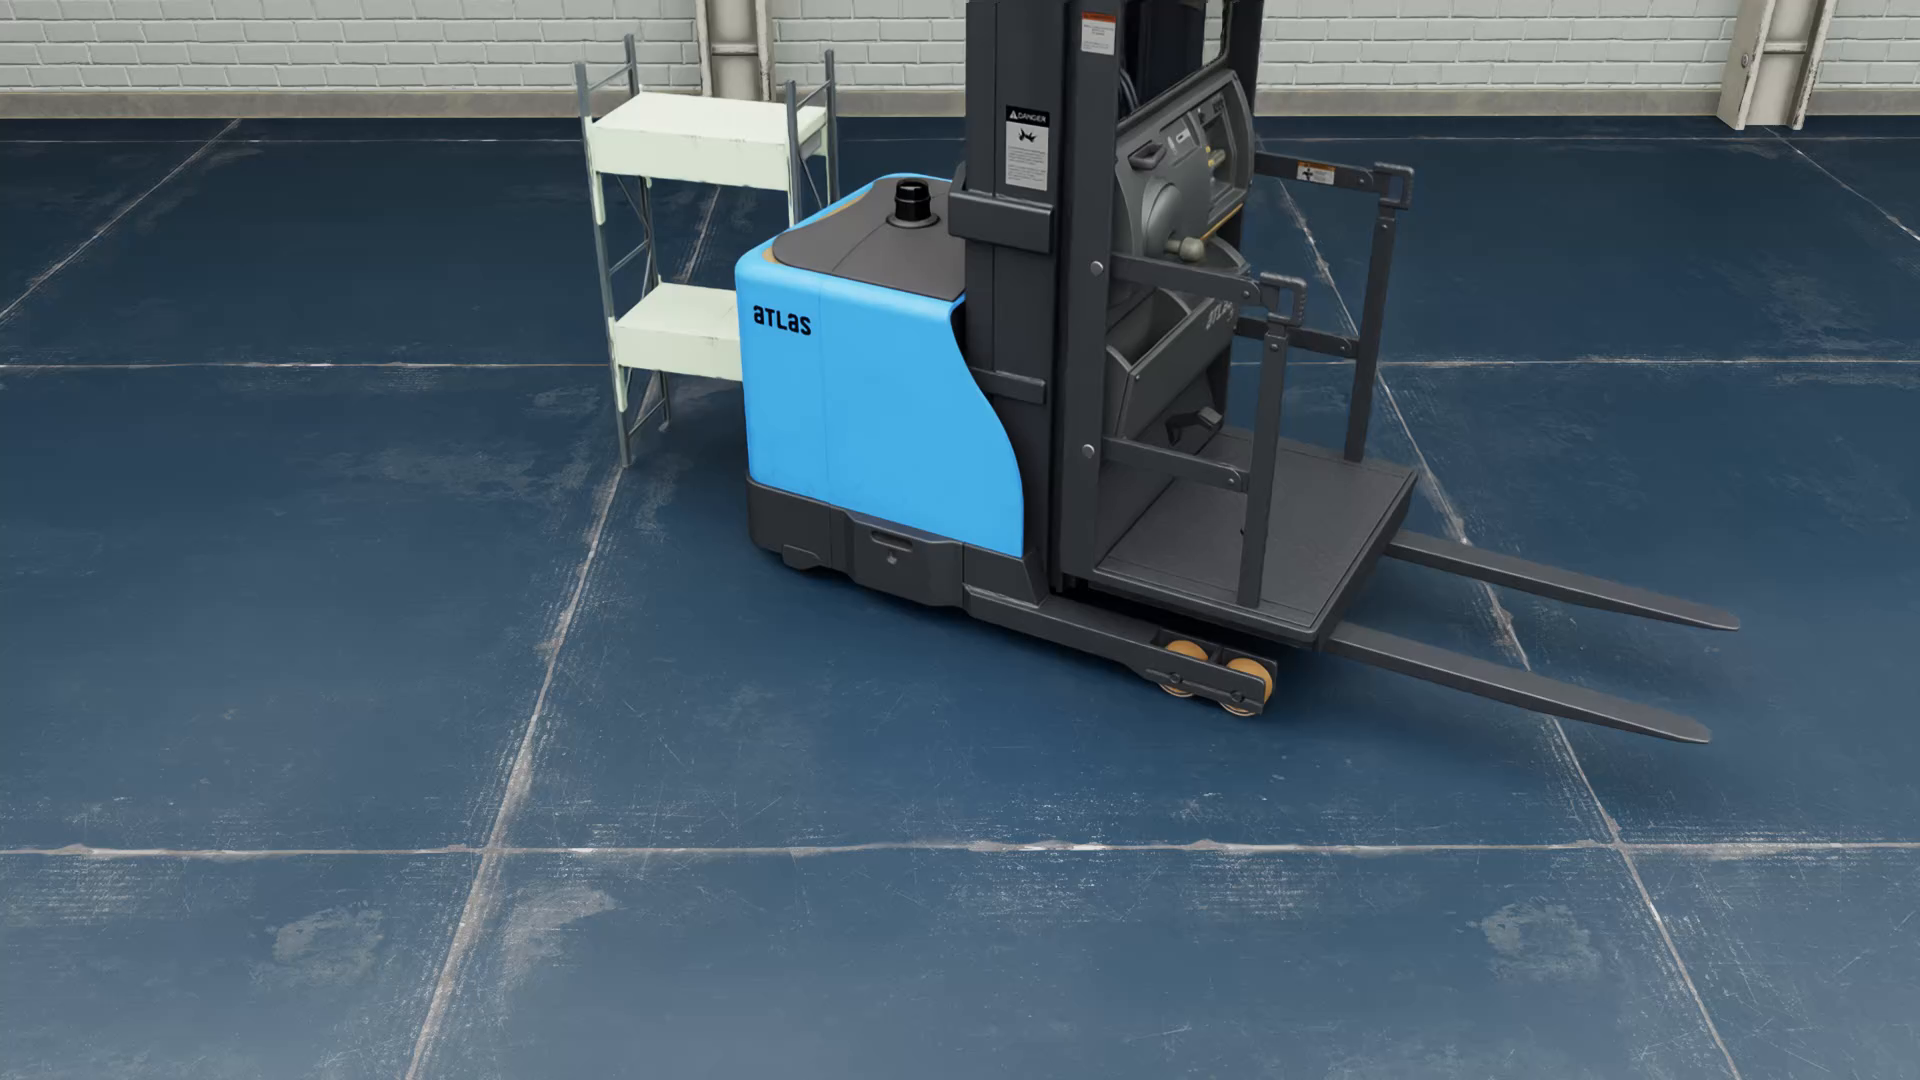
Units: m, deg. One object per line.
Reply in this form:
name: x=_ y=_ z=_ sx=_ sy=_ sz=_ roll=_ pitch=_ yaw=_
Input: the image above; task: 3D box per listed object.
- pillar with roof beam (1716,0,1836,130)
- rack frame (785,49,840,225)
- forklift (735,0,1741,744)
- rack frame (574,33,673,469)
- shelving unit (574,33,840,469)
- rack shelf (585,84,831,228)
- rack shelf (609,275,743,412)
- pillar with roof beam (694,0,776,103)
pillar with roof beam: x=4.739 y=-4.087 z=3.811 sx=0.400 sy=9.000 sz=9.100 roll=0 pitch=31 yaw=0
rack frame: x=-0.487 y=-0.903 z=5.792 sx=0.023 sy=1.500 sz=0.400 roll=8 pitch=32 yaw=14
forklift: x=0.828 y=-1.051 z=4.657 sx=3.031 sy=2.935 sz=1.130 roll=16 pitch=35 yaw=24
rack frame: x=-1.191 y=-1.007 z=5.964 sx=0.023 sy=1.500 sz=0.400 roll=8 pitch=32 yaw=14
shelving unit: x=-0.839 y=-0.955 z=5.878 sx=0.755 sy=1.500 sz=0.431 roll=8 pitch=32 yaw=14
rack shelf: x=-0.839 y=-1.289 z=5.676 sx=0.720 sy=0.370 sz=0.431 roll=8 pitch=32 yaw=14
rack shelf: x=-0.839 y=-0.676 z=6.047 sx=0.720 sy=0.370 sz=0.431 roll=8 pitch=32 yaw=14
pillar with roof beam: x=-1.261 y=-4.069 z=3.781 sx=0.400 sy=9.000 sz=9.100 roll=0 pitch=31 yaw=0
